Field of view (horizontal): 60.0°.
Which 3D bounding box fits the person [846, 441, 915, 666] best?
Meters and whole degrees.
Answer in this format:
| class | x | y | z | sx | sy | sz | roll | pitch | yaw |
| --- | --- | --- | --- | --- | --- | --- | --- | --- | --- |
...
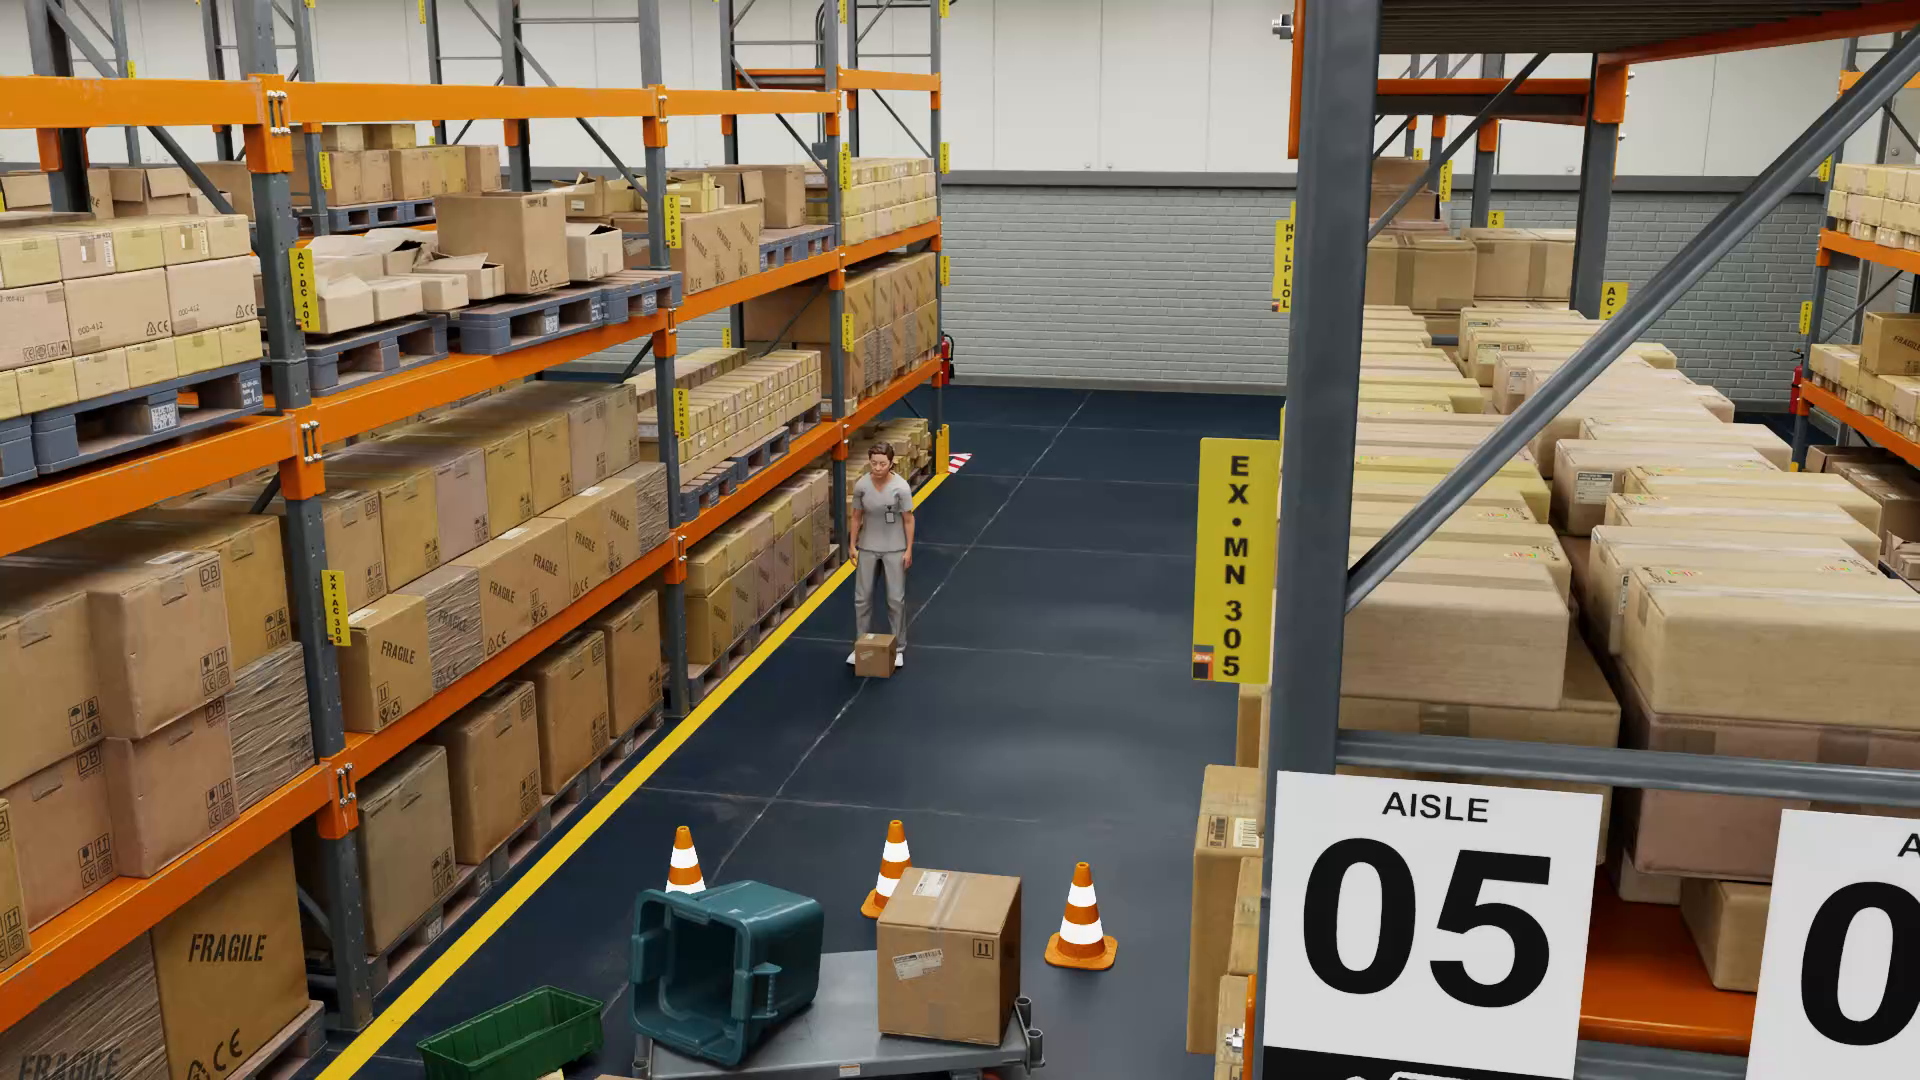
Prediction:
| class | x | y | z | sx | sy | sz | roll | pitch | yaw |
| --- | --- | --- | --- | --- | --- | --- | --- | --- | --- |
| person | -0.575 | 0.090 | 12.175 | 0.485 | 1.672 | 0.358 | 3 | 15 | 11 |
